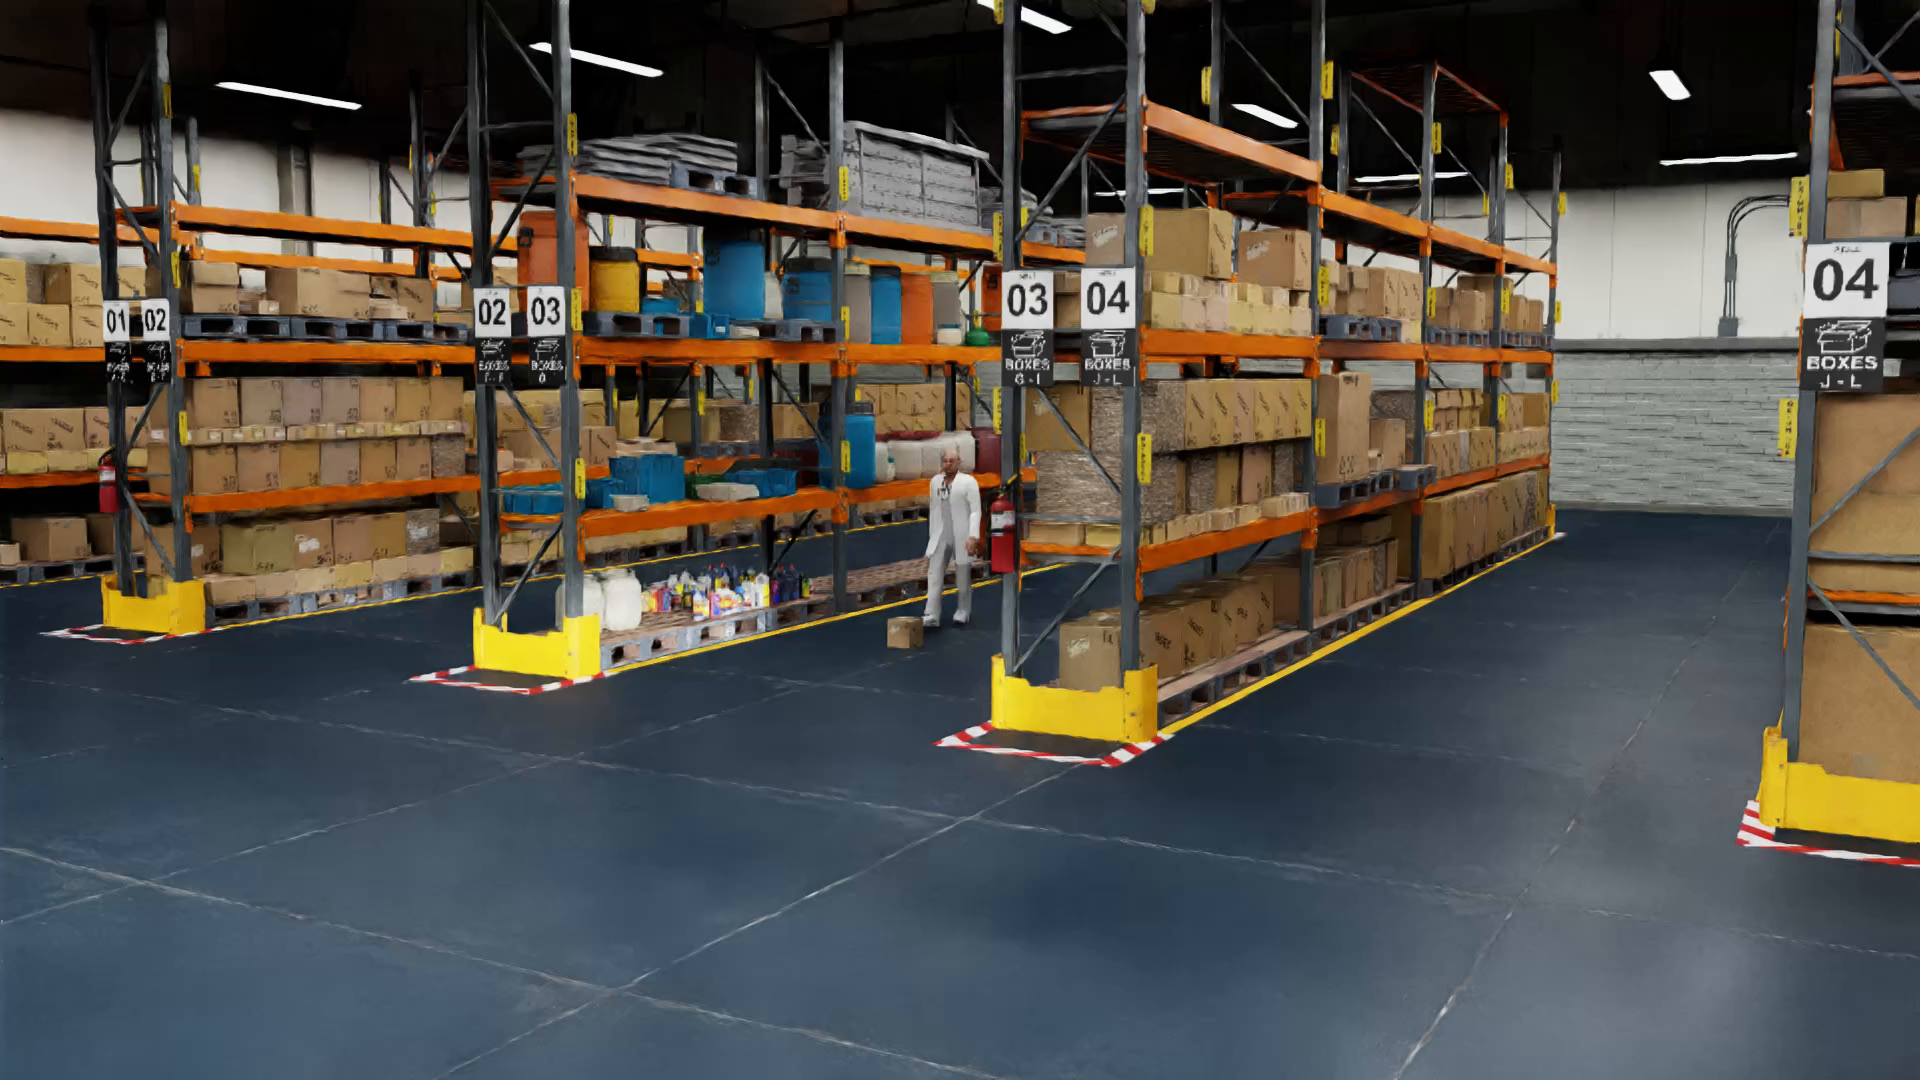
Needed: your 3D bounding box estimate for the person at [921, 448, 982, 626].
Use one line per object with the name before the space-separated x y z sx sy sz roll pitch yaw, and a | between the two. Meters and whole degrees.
person | -0.088 -0.028 16.246 0.610 1.737 0.925 2 6 19
